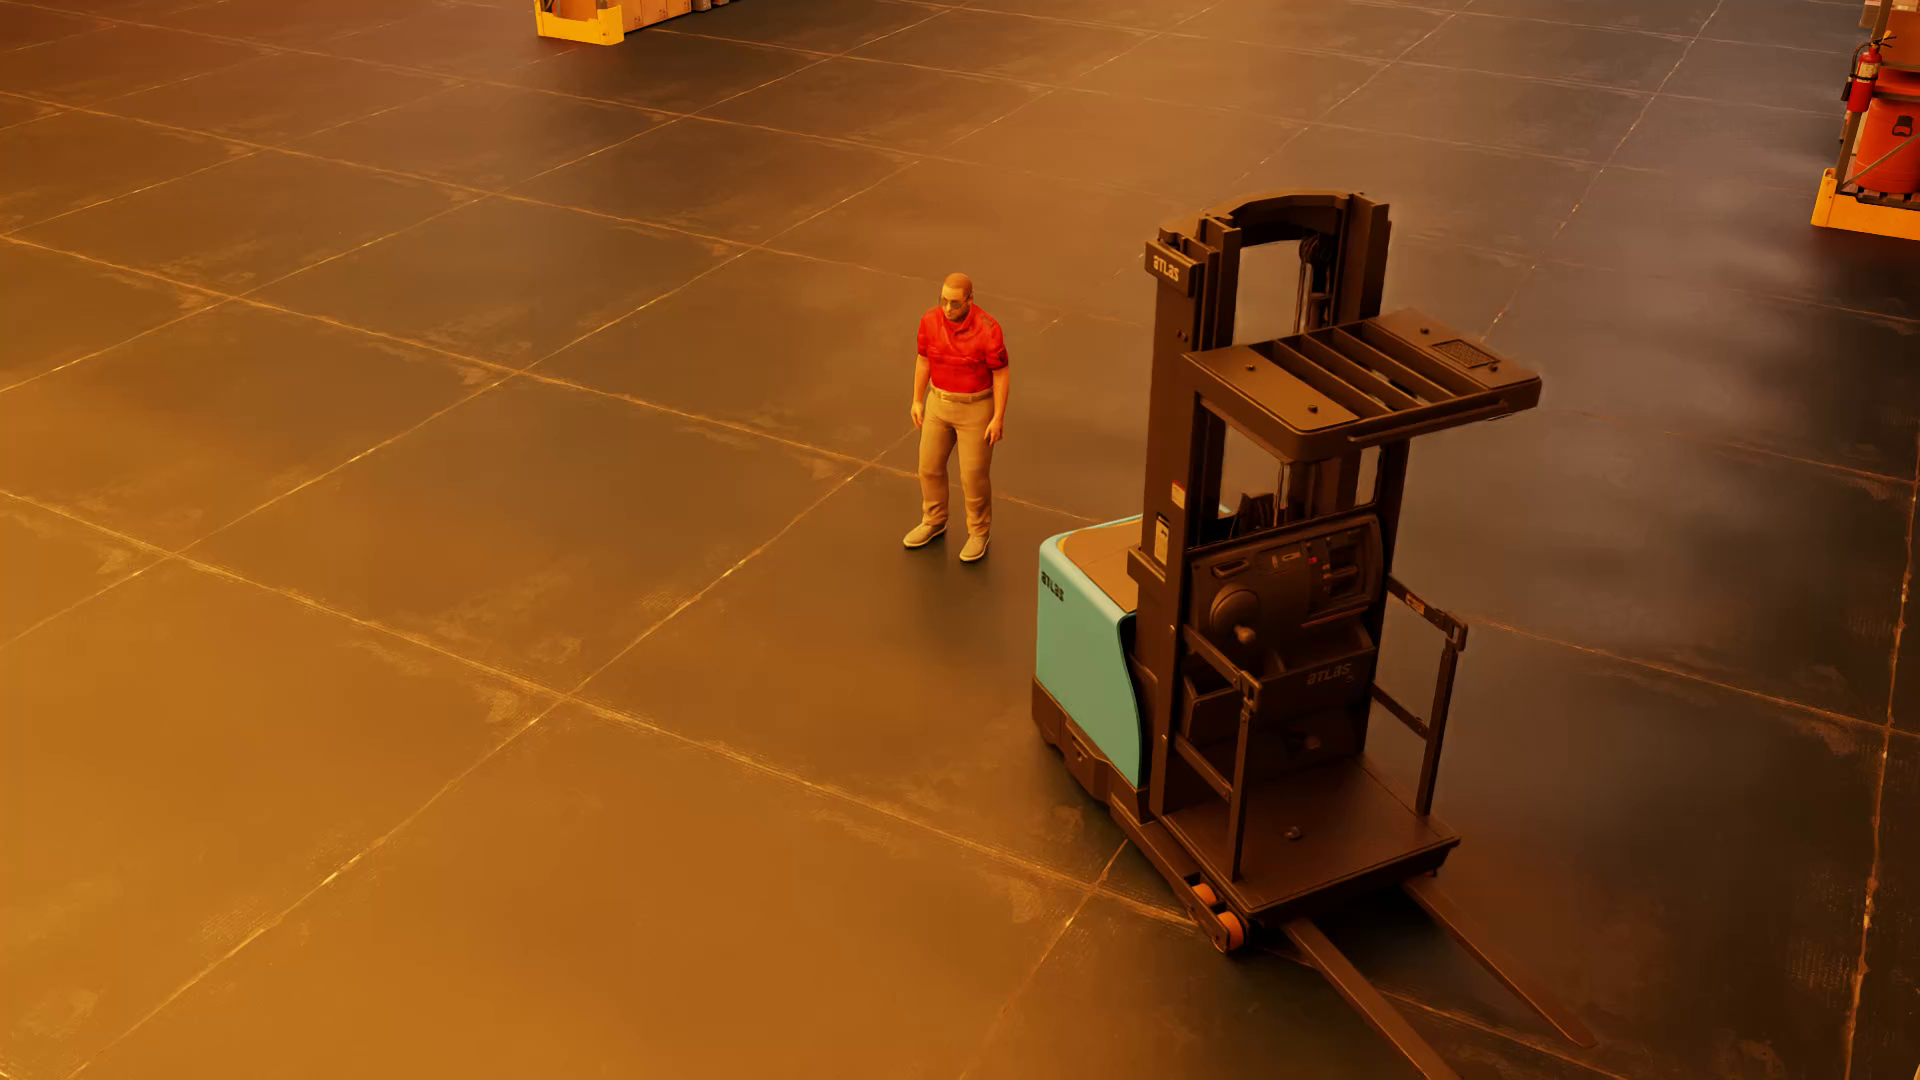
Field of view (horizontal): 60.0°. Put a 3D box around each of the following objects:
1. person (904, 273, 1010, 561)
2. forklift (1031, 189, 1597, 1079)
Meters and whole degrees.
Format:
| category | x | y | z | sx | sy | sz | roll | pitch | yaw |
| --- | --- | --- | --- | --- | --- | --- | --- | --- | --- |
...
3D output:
| category | x | y | z | sx | sy | sz | roll | pitch | yaw |
| --- | --- | --- | --- | --- | --- | --- | --- | --- | --- |
| person | -0.011 | -0.730 | 9.539 | 0.587 | 1.726 | 0.396 | 14 | 33 | 23 |
| forklift | 1.450 | 0.212 | 6.703 | 1.130 | 2.935 | 3.031 | -13 | 33 | -22 |
